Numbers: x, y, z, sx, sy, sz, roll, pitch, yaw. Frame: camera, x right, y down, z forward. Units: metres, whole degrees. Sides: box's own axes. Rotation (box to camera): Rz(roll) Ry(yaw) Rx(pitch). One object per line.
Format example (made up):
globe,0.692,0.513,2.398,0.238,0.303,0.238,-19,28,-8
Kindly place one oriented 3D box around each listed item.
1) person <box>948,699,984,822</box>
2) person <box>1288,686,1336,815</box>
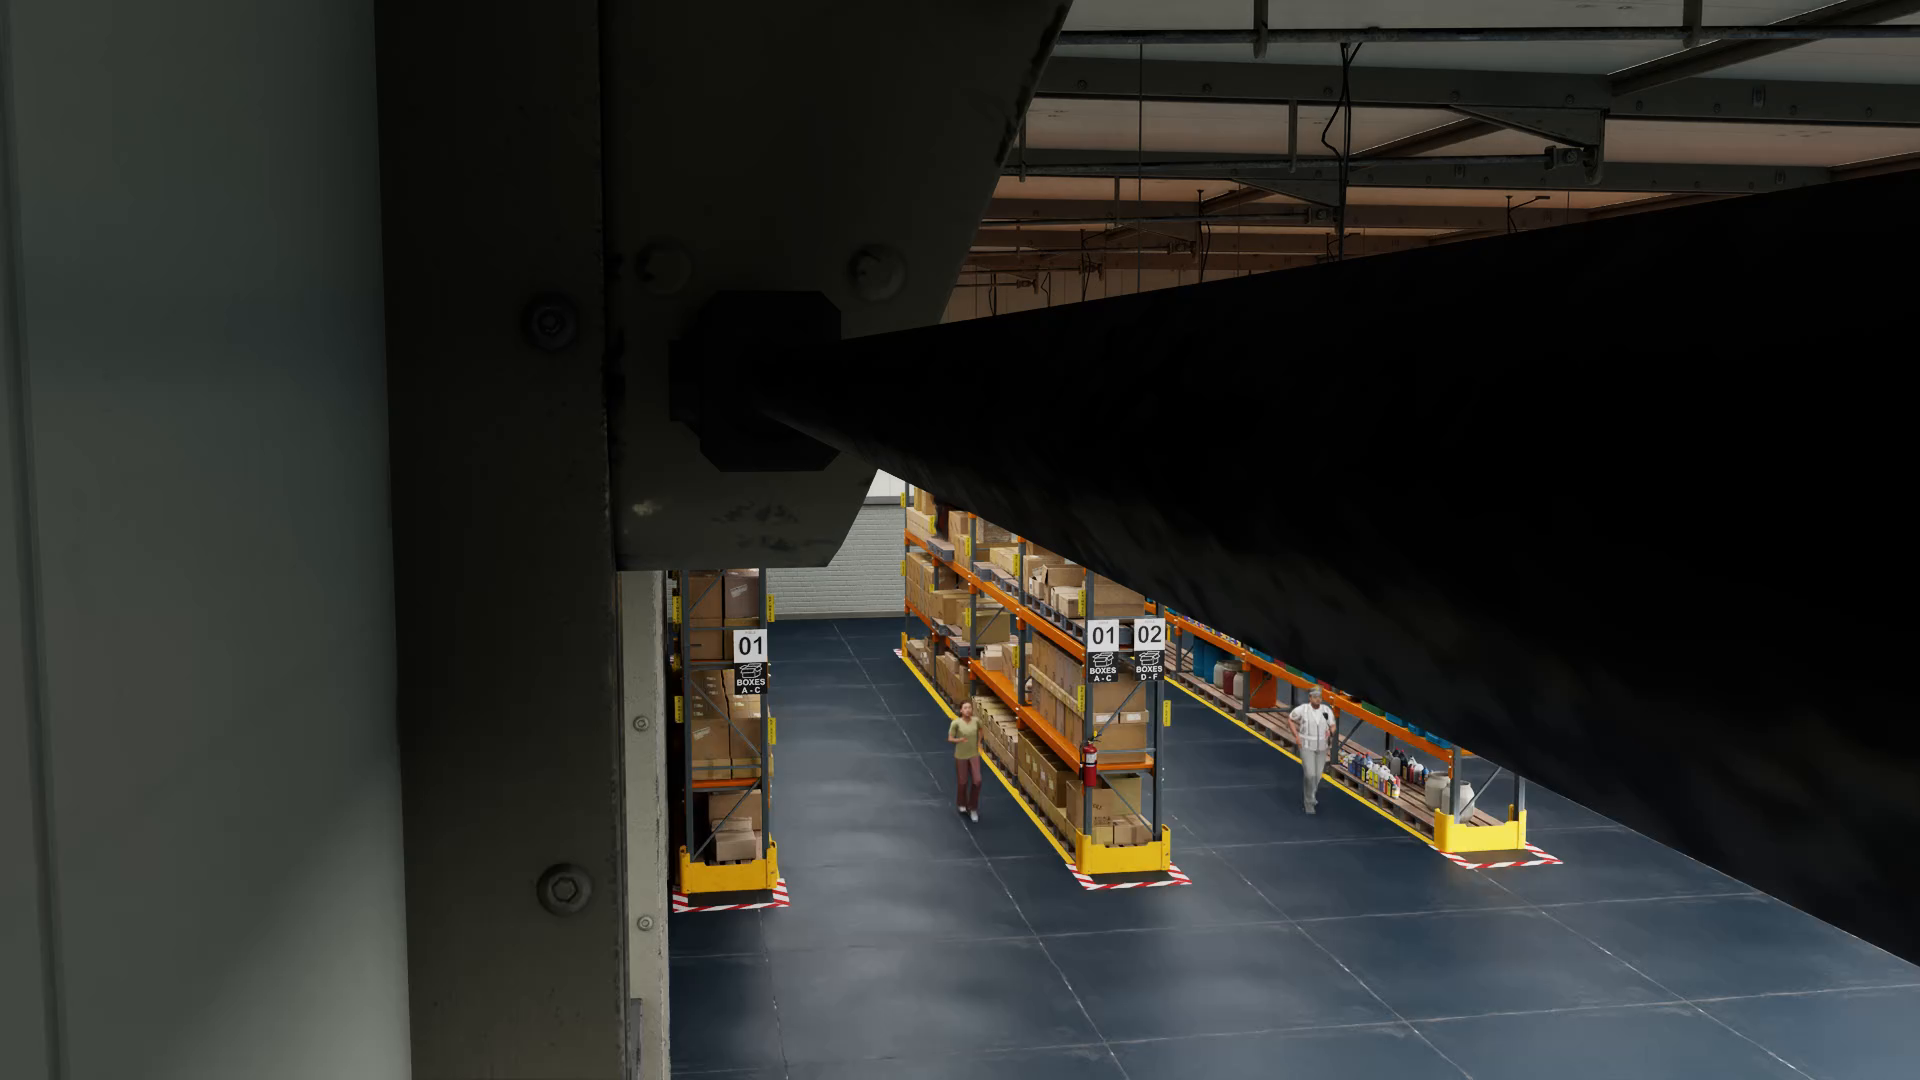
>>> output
person,0.100,3.082,23.361,0.558,1.705,0.670,-1,6,-11
person,5.069,2.998,23.835,0.651,1.855,0.715,-1,6,-9
